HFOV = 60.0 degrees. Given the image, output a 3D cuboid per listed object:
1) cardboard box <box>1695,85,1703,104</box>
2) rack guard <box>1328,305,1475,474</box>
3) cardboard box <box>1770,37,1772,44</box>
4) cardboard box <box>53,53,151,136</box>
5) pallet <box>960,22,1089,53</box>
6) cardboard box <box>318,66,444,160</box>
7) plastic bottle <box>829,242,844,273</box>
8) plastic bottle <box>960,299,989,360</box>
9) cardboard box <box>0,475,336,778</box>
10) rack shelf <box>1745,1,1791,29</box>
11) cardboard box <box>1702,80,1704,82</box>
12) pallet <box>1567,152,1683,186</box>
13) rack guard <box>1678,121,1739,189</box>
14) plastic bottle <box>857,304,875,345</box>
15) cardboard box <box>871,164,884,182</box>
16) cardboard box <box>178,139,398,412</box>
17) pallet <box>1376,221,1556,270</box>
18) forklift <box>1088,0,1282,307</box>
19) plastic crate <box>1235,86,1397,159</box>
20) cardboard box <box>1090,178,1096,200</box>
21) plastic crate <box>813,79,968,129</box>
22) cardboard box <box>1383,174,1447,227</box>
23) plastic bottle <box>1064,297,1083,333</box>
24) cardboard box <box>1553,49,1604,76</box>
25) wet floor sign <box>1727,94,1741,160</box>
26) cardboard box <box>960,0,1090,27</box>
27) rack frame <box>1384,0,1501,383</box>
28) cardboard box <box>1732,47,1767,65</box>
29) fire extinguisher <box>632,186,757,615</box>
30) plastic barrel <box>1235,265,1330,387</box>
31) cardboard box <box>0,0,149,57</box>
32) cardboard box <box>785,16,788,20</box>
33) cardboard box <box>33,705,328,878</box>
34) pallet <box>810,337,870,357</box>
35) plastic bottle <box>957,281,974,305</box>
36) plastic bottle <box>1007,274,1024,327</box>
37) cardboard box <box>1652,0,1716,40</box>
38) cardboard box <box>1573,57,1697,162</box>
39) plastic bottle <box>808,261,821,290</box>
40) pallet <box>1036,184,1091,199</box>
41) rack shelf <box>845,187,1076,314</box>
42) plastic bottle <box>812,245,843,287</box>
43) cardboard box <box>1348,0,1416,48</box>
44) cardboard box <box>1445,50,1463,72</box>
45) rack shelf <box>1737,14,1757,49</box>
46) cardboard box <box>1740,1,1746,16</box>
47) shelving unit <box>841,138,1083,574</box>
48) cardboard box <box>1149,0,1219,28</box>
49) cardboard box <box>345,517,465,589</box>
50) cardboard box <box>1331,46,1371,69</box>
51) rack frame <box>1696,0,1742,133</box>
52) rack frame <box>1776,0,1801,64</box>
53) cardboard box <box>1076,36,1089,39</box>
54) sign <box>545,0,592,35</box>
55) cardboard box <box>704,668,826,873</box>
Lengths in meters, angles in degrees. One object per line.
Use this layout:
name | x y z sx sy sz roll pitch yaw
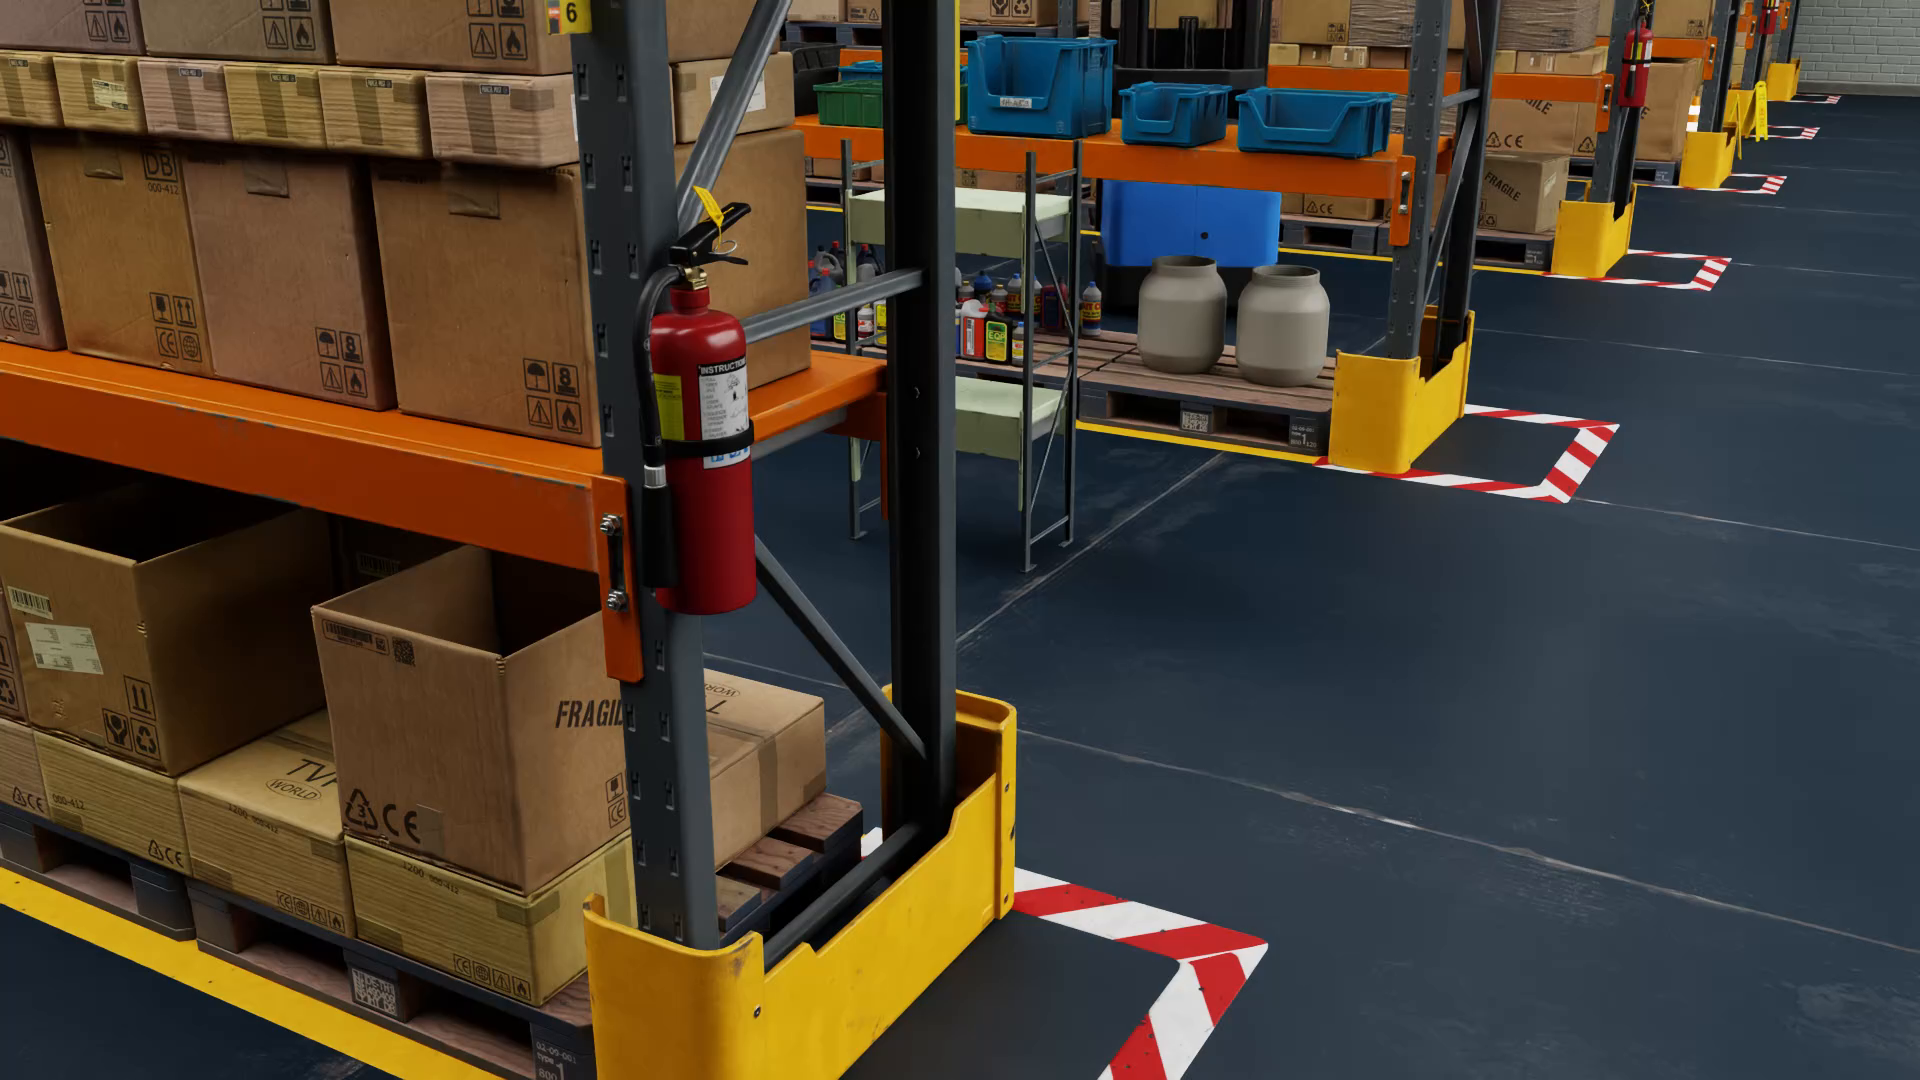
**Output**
cardboard box | 8.795 -5.434 20.362 0.500 0.250 0.500 11 22 27
rack guard | 2.027 -0.711 7.592 0.348 0.500 1.175 11 23 27
cardboard box | 11.455 -7.302 24.046 0.500 0.250 0.500 10 22 26
cardboard box | -1.630 -0.944 3.471 0.250 0.149 0.380 12 23 29
pallet | 0.443 -4.107 13.571 1.213 0.211 1.003 11 23 27
cardboard box | -0.959 -0.815 3.116 0.250 0.149 0.380 11 23 29
plastic bottle | -0.673 -1.493 9.322 0.185 0.351 0.144 10 22 26
plastic bottle | 0.092 -1.039 8.179 0.135 0.276 0.152 11 23 28
cardboard box | -1.796 0.167 3.824 0.500 0.500 0.500 11 23 27
rack shelf | 10.036 -7.785 24.483 4.000 0.370 1.077 11 23 27
cardboard box | 10.788 -6.765 24.032 0.500 0.250 0.500 11 23 27
pallet | 6.303 -3.621 16.037 1.213 0.211 1.003 11 23 27
rack guard | 7.060 -3.643 15.674 0.348 0.500 1.175 11 23 27
plastic bottle | -0.473 -1.101 8.460 0.097 0.201 0.097 0 20 0
cardboard box | -0.382 -3.345 14.209 0.500 0.500 0.700 9 22 23
cardboard box | -1.165 -0.628 3.551 0.500 0.500 0.700 11 23 29
pallet | 3.773 -2.209 12.146 1.213 0.211 1.003 11 23 27
forklift | 1.454 -3.233 10.981 1.130 2.935 3.031 1 20 2
plastic crate | 1.533 -1.812 7.179 0.616 0.251 0.499 11 23 27
cardboard box | 1.369 -2.971 13.207 0.500 0.500 0.500 10 22 26
plastic crate | -0.329 -2.143 8.186 0.662 0.188 0.450 11 23 27
cardboard box | 3.456 -2.582 12.135 0.500 0.500 0.500 18 27 41
plastic bottle | 0.595 -1.190 8.706 0.097 0.201 0.097 0 20 0
cardboard box | 4.182 -3.230 11.239 0.250 0.149 0.380 11 23 27
wet floor sign | 8.030 -4.300 17.272 0.232 0.644 0.267 7 21 18
cardboard box | 0.414 -4.680 13.374 1.000 1.000 1.000 11 23 28
rack frame | 2.116 -1.888 7.170 0.127 3.000 1.000 11 23 27
cardboard box | 11.205 -6.918 23.722 0.500 0.250 0.500 10 22 27
fire extinguisher | -0.426 -0.219 2.684 0.183 0.674 0.296 11 23 27
plastic barrel | 1.504 -1.002 7.761 0.421 0.512 0.421 0 20 0
cardboard box | -1.653 -1.330 3.584 0.500 0.500 0.700 11 23 28
cardboard box | -1.426 -4.796 14.425 0.500 0.500 0.700 15 25 35
cardboard box | -1.795 0.518 3.954 0.500 0.250 0.500 11 23 27
pallet | -0.810 -1.118 9.137 1.213 0.211 1.003 11 23 27
plastic bottle | 0.033 -1.297 9.002 0.097 0.201 0.097 0 20 0
plastic bottle | 0.299 -1.280 8.850 0.097 0.271 0.097 0 20 0
cardboard box | 6.693 -4.941 15.366 0.550 0.550 0.875 11 23 27
cardboard box | 6.414 -4.113 15.806 0.875 0.875 0.875 11 23 28
plastic bottle | -0.803 -1.299 8.788 0.185 0.351 0.144 11 23 27
pallet | 0.359 -2.845 13.900 1.213 0.211 1.003 11 23 27
rack shelf | 0.006 -1.071 5.973 0.720 0.370 0.431 11 23 27
plastic bottle | -0.744 -1.450 9.203 0.185 0.351 0.144 11 23 27
cardboard box | 3.154 -3.792 11.837 0.500 0.500 0.875 11 23 27
cardboard box | 3.510 -3.344 11.553 0.250 0.149 0.380 11 23 27
rack shelf | 7.619 -6.307 20.407 4.000 0.370 1.077 11 23 27
cardboard box | 9.169 -6.312 19.736 0.250 0.149 0.380 11 23 28
shelving unit | 0.006 -0.704 6.106 0.755 1.500 0.431 11 23 27
cardboard box | 1.822 -4.027 12.486 0.500 0.500 0.875 11 23 27
cardboard box | -1.100 0.091 4.032 0.500 0.500 0.500 11 23 27
cardboard box | 2.821 -3.448 11.840 0.250 0.149 0.380 11 23 27
rack frame | 7.039 -4.822 15.259 0.127 3.000 1.000 11 23 27
rack frame | 11.782 -7.791 23.443 0.127 3.000 1.000 11 23 27
cardboard box | 1.081 -3.784 12.766 0.250 0.149 0.380 11 23 27
sign | -0.580 -0.910 2.430 0.005 0.325 0.100 11 23 27
cardboard box | -0.663 0.526 3.932 0.500 0.250 0.500 11 23 27
